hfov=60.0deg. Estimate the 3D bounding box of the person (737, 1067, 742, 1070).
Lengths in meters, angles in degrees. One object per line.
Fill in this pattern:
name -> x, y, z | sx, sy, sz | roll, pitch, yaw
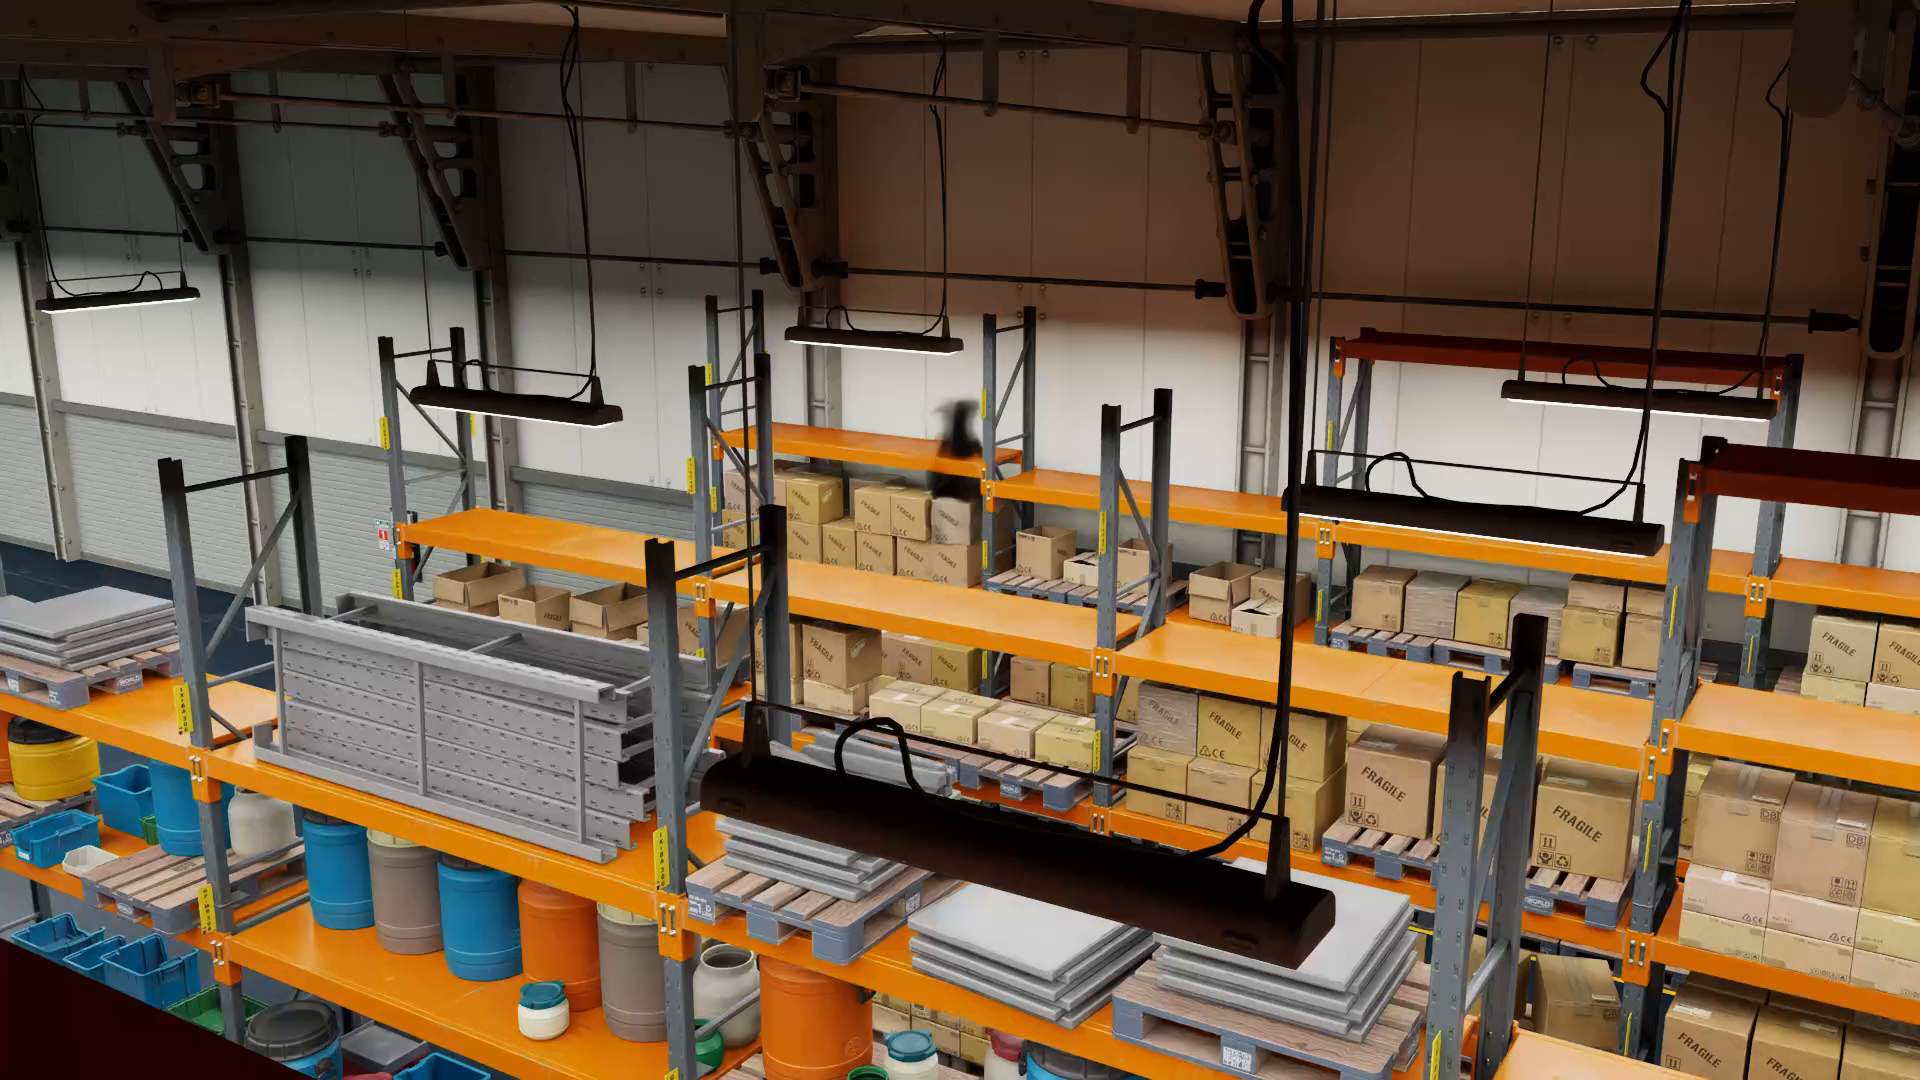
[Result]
person -> -1.556, 4.374, 12.225 | 0.725, 1.662, 0.586 | 7, 16, 28
